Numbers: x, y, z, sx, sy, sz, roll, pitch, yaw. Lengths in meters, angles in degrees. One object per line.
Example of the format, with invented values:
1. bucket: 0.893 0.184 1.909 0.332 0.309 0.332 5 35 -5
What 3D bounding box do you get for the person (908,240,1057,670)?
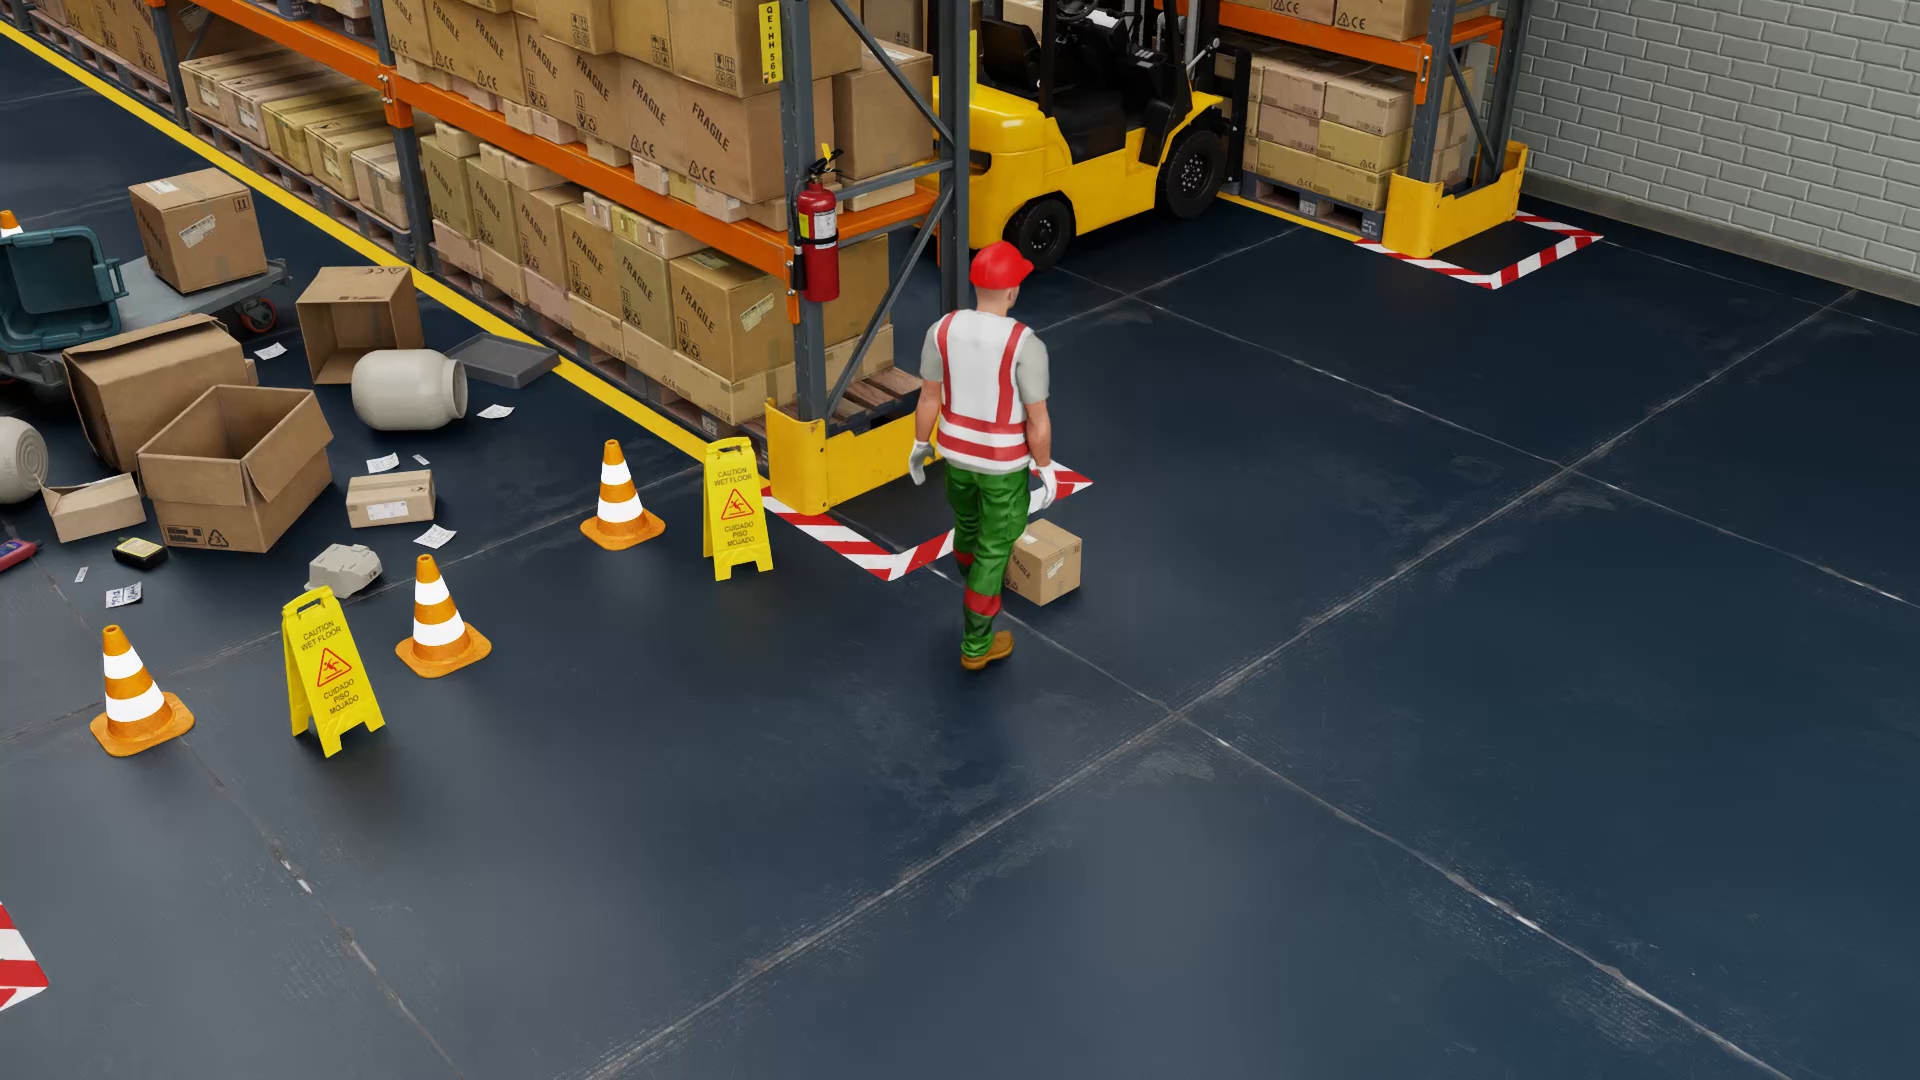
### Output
1. person: 0.171 -0.396 6.753 0.619 1.779 0.768 16 35 24
